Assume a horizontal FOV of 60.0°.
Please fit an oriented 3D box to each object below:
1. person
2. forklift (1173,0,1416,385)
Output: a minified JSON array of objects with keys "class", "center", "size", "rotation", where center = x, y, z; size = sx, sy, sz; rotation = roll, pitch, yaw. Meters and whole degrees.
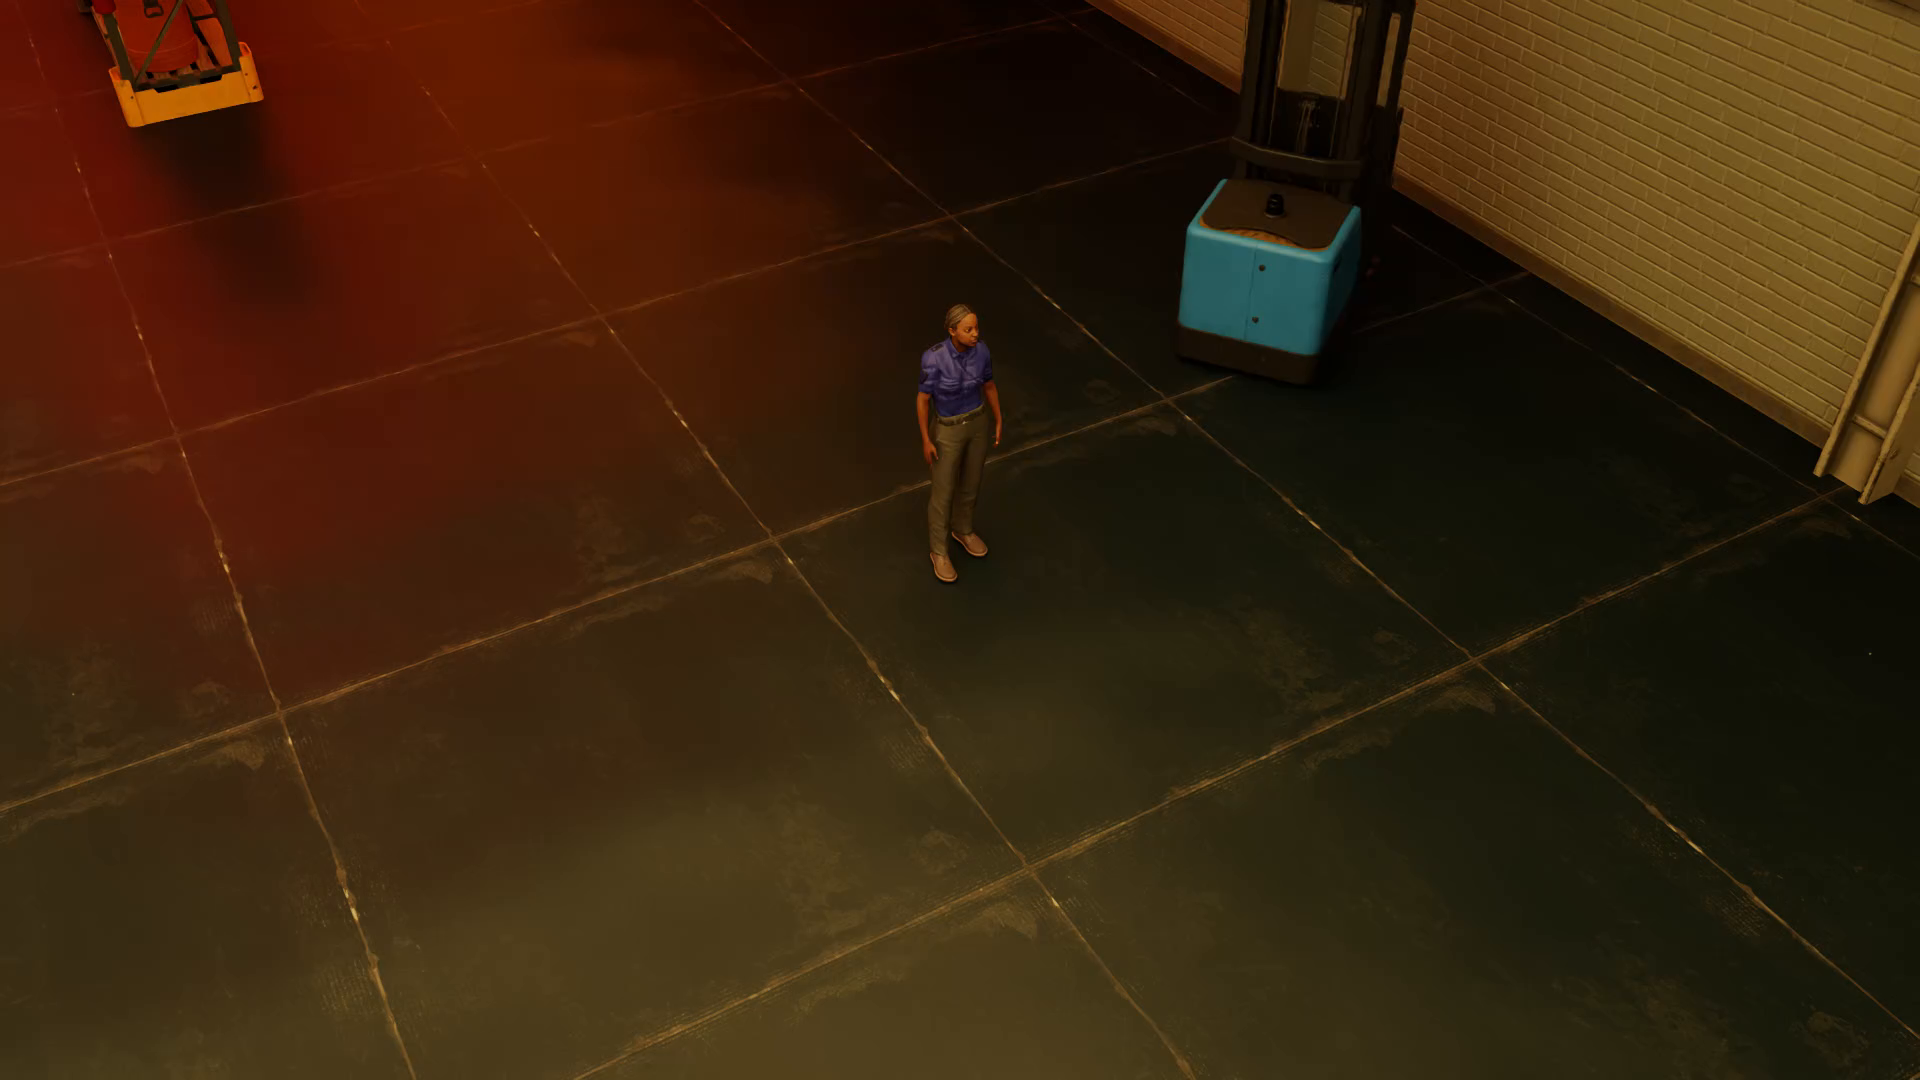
[{"class":"person","center":[0.026,-0.587,9.733],"size":[0.569,1.654,0.504],"rotation":[-20,44,-23]},{"class":"forklift","center":[2.599,-3.138,11.819],"size":[1.130,2.935,3.031],"rotation":[16,42,19]}]
